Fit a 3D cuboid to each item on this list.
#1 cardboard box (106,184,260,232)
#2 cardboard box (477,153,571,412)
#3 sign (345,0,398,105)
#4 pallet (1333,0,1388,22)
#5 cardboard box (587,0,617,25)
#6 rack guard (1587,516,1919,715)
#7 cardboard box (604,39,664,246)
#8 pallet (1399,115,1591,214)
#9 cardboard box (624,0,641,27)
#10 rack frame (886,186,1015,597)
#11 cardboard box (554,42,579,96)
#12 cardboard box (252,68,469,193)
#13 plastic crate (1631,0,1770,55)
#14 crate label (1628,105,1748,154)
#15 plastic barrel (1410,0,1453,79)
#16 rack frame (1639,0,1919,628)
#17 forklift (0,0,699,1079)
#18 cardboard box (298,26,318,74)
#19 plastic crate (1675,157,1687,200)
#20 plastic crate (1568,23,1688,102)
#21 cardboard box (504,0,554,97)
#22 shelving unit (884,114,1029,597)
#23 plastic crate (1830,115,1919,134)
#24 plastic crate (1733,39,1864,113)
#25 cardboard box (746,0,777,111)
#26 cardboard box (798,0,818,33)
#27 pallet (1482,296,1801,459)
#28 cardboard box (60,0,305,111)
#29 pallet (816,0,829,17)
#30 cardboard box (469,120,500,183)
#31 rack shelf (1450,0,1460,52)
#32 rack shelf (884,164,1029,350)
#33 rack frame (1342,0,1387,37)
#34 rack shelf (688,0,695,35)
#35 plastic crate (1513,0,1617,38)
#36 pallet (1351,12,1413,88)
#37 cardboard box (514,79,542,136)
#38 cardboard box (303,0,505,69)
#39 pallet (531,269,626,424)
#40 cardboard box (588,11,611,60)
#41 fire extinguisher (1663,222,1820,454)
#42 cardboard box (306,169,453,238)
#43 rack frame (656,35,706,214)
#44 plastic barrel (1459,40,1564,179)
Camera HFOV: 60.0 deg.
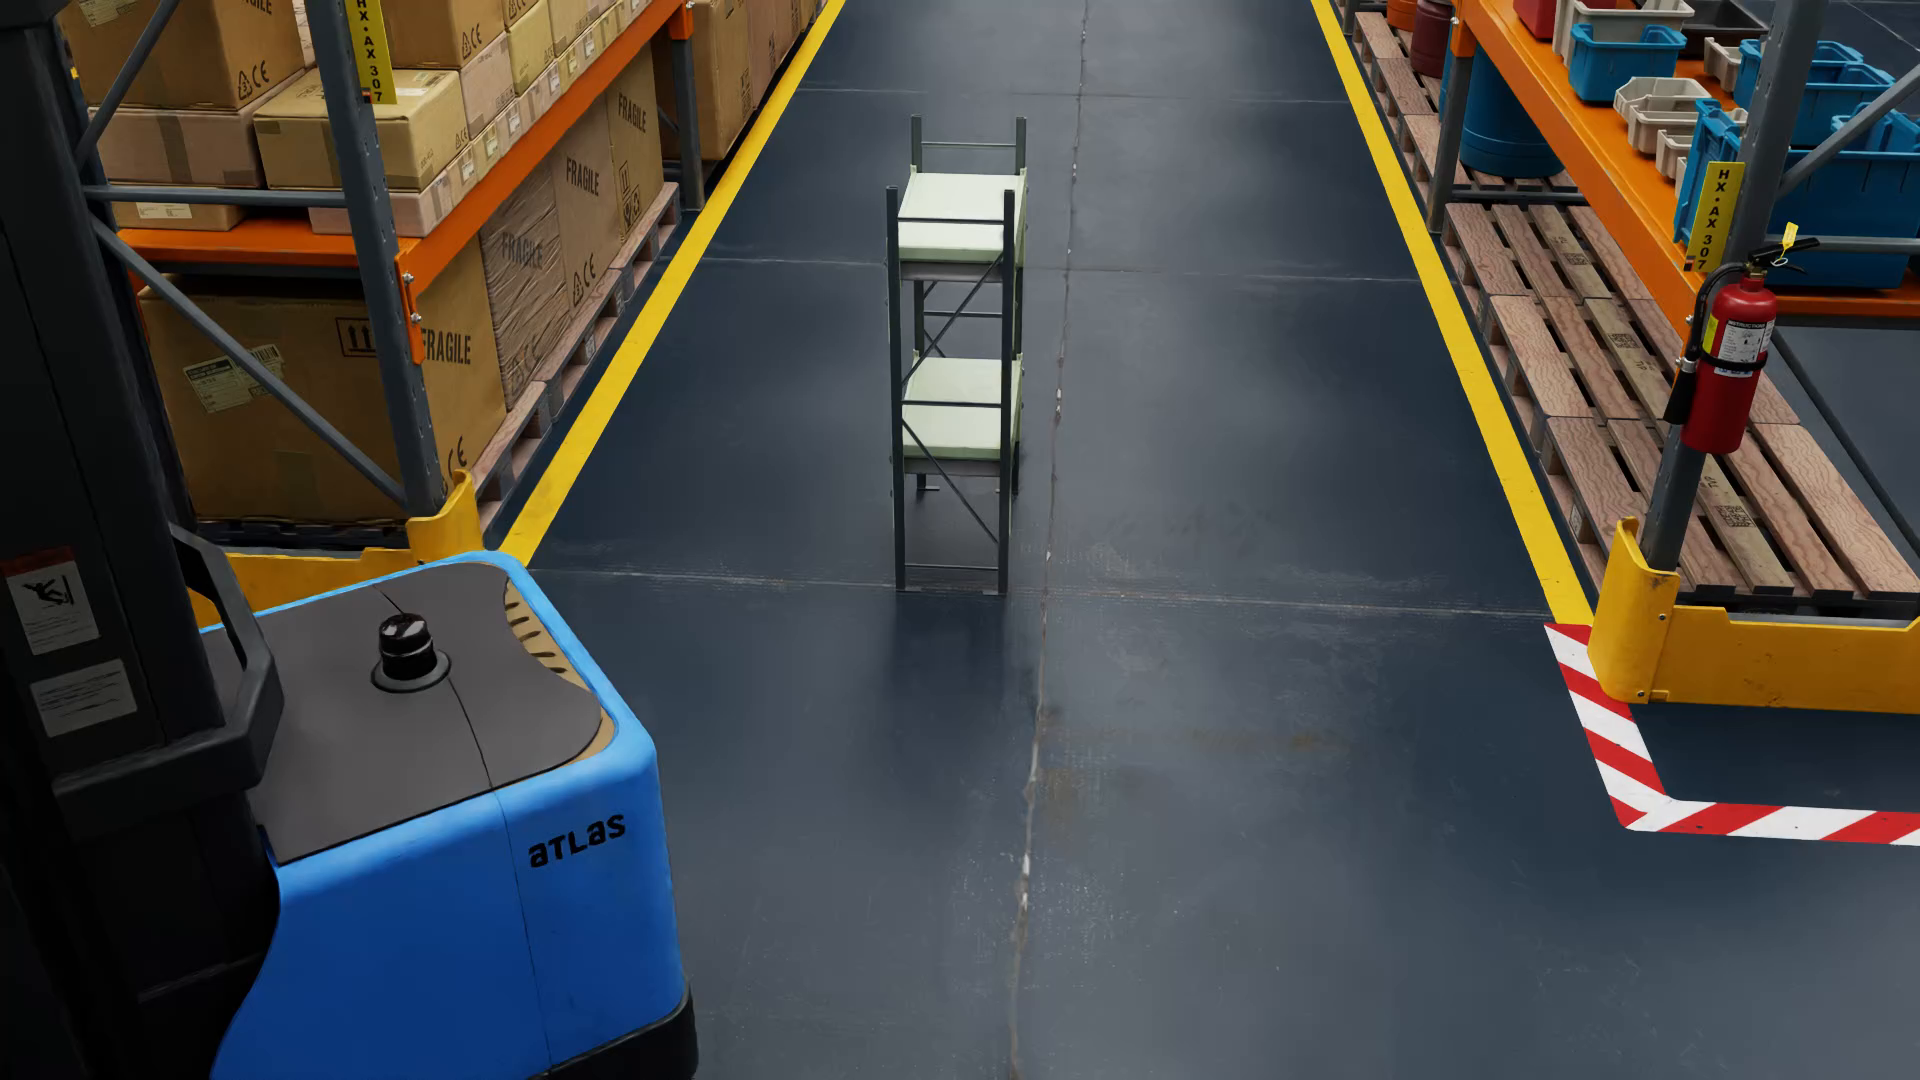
[{"bbox_3d":[-2.548,-1.134,5.470,0.380,0.149,0.250,3,32,5],"label":"cardboard box"},{"bbox_3d":[-2.203,-1.129,6.847,0.875,0.875,0.875,2,32,4],"label":"cardboard box"},{"bbox_3d":[-1.696,-1.416,4.788,0.100,0.325,0.005,2,32,4],"label":"sign"},{"bbox_3d":[3.441,-4.228,12.910,1.003,0.211,1.213,2,32,4],"label":"pallet"},{"bbox_3d":[-1.779,-2.415,7.169,0.500,0.250,0.500,3,32,5],"label":"cardboard box"},{"bbox_3d":[2.699,0.248,5.370,1.175,0.500,0.348,2,32,4],"label":"rack guard"},{"bbox_3d":[-2.057,-2.065,8.366,0.875,0.875,0.875,2,32,4],"label":"cardboard box"},{"bbox_3d":[3.118,-2.135,9.513,1.003,0.211,1.213,2,32,4],"label":"pallet"},{"bbox_3d":[-1.684,-2.448,7.603,0.380,0.149,0.250,3,32,5],"label":"cardboard box"},{"bbox_3d":[-0.029,-0.451,5.552,0.400,1.500,0.023,2,32,4],"label":"rack frame"},{"bbox_3d":[-1.767,-1.909,6.729,0.380,0.149,0.250,2,32,3],"label":"cardboard box"},{"bbox_3d":[-1.941,-1.343,5.429,0.500,0.250,0.500,2,32,3],"label":"cardboard box"},{"bbox_3d":[3.190,-2.232,7.218,0.437,0.125,0.590,2,32,4],"label":"plastic crate"},{"bbox_3d":[2.610,-1.474,5.977,0.396,0.136,0.243,2,32,4],"label":"crate label"},{"bbox_3d":[3.224,-3.317,10.672,0.600,0.588,0.708,2,32,4],"label":"plastic barrel"},{"bbox_3d":[2.688,-0.829,4.736,1.000,3.000,0.127,2,32,4],"label":"rack frame"},{"bbox_3d":[-2.158,0.293,2.982,3.031,2.935,1.130,-18,36,-27],"label":"forklift"},{"bbox_3d":[-2.432,-1.633,5.900,0.500,0.250,0.500,2,32,3],"label":"cardboard box"},{"bbox_3d":[2.573,-1.176,5.494,0.396,0.136,0.243,2,32,4],"label":"plastic crate"},{"bbox_3d":[2.599,-1.868,6.524,0.416,0.233,0.300,2,32,4],"label":"plastic crate"},{"bbox_3d":[-1.861,-1.877,6.297,0.500,0.250,0.500,1,32,2],"label":"cardboard box"},{"bbox_3d":[0.001,-0.642,5.862,0.431,1.500,0.755,2,32,4],"label":"shelving unit"},{"bbox_3d":[3.089,-1.242,5.509,0.416,0.233,0.300,2,32,4],"label":"plastic crate"},{"bbox_3d":[3.167,-1.744,6.322,0.416,0.233,0.300,2,32,4],"label":"plastic crate"},{"bbox_3d":[-1.819,-3.209,10.223,1.225,0.875,0.875,1,32,2],"label":"cardboard box"},{"bbox_3d":[-1.675,-4.138,11.730,1.225,0.875,0.875,1,32,2],"label":"cardboard box"},{"bbox_3d":[2.895,-0.707,7.197,1.003,0.211,1.213,2,32,4],"label":"pallet"},{"bbox_3d":[-2.471,-1.688,5.275,0.500,0.500,0.500,3,32,5],"label":"cardboard box"},{"bbox_3d":[-1.533,-4.445,13.262,1.003,0.211,1.213,2,32,4],"label":"pallet"},{"bbox_3d":[-1.851,-1.373,5.858,0.380,0.149,0.250,2,32,3],"label":"cardboard box"},{"bbox_3d":[3.176,-3.660,10.015,1.077,0.370,4.000,2,32,4],"label":"rack shelf"},{"bbox_3d":[0.001,-0.974,5.657,0.431,0.370,0.720,2,32,4],"label":"rack shelf"},{"bbox_3d":[3.339,-5.012,11.524,1.000,3.000,0.127,2,32,4],"label":"rack frame"},{"bbox_3d":[-1.760,-3.871,10.359,1.077,0.370,4.000,2,32,4],"label":"rack shelf"},{"bbox_3d":[2.691,-2.517,7.357,0.402,0.464,0.583,2,32,4],"label":"plastic crate"},{"bbox_3d":[3.316,-3.411,11.583,1.003,0.211,1.213,2,32,4],"label":"pallet"},{"bbox_3d":[-1.809,-1.642,6.295,0.380,0.149,0.250,2,32,3],"label":"cardboard box"},{"bbox_3d":[-1.900,-1.923,5.656,0.500,0.500,0.500,2,32,3],"label":"cardboard box"},{"bbox_3d":[-2.160,-0.911,7.527,1.003,0.211,1.213,2,32,4],"label":"pallet"},{"bbox_3d":[-1.726,-2.180,7.167,0.380,0.149,0.250,2,32,3],"label":"cardboard box"},{"bbox_3d":[2.222,-0.578,4.757,0.296,0.674,0.183,2,32,4],"label":"fire extinguisher"},{"bbox_3d":[-1.891,-1.105,5.423,0.380,0.149,0.250,3,32,5],"label":"cardboard box"},{"bbox_3d":[-1.923,-3.132,8.473,1.000,3.000,0.127,2,32,4],"label":"rack frame"},{"bbox_3d":[3.074,-2.490,9.031,0.600,0.901,0.708,2,32,4],"label":"plastic barrel"}]
